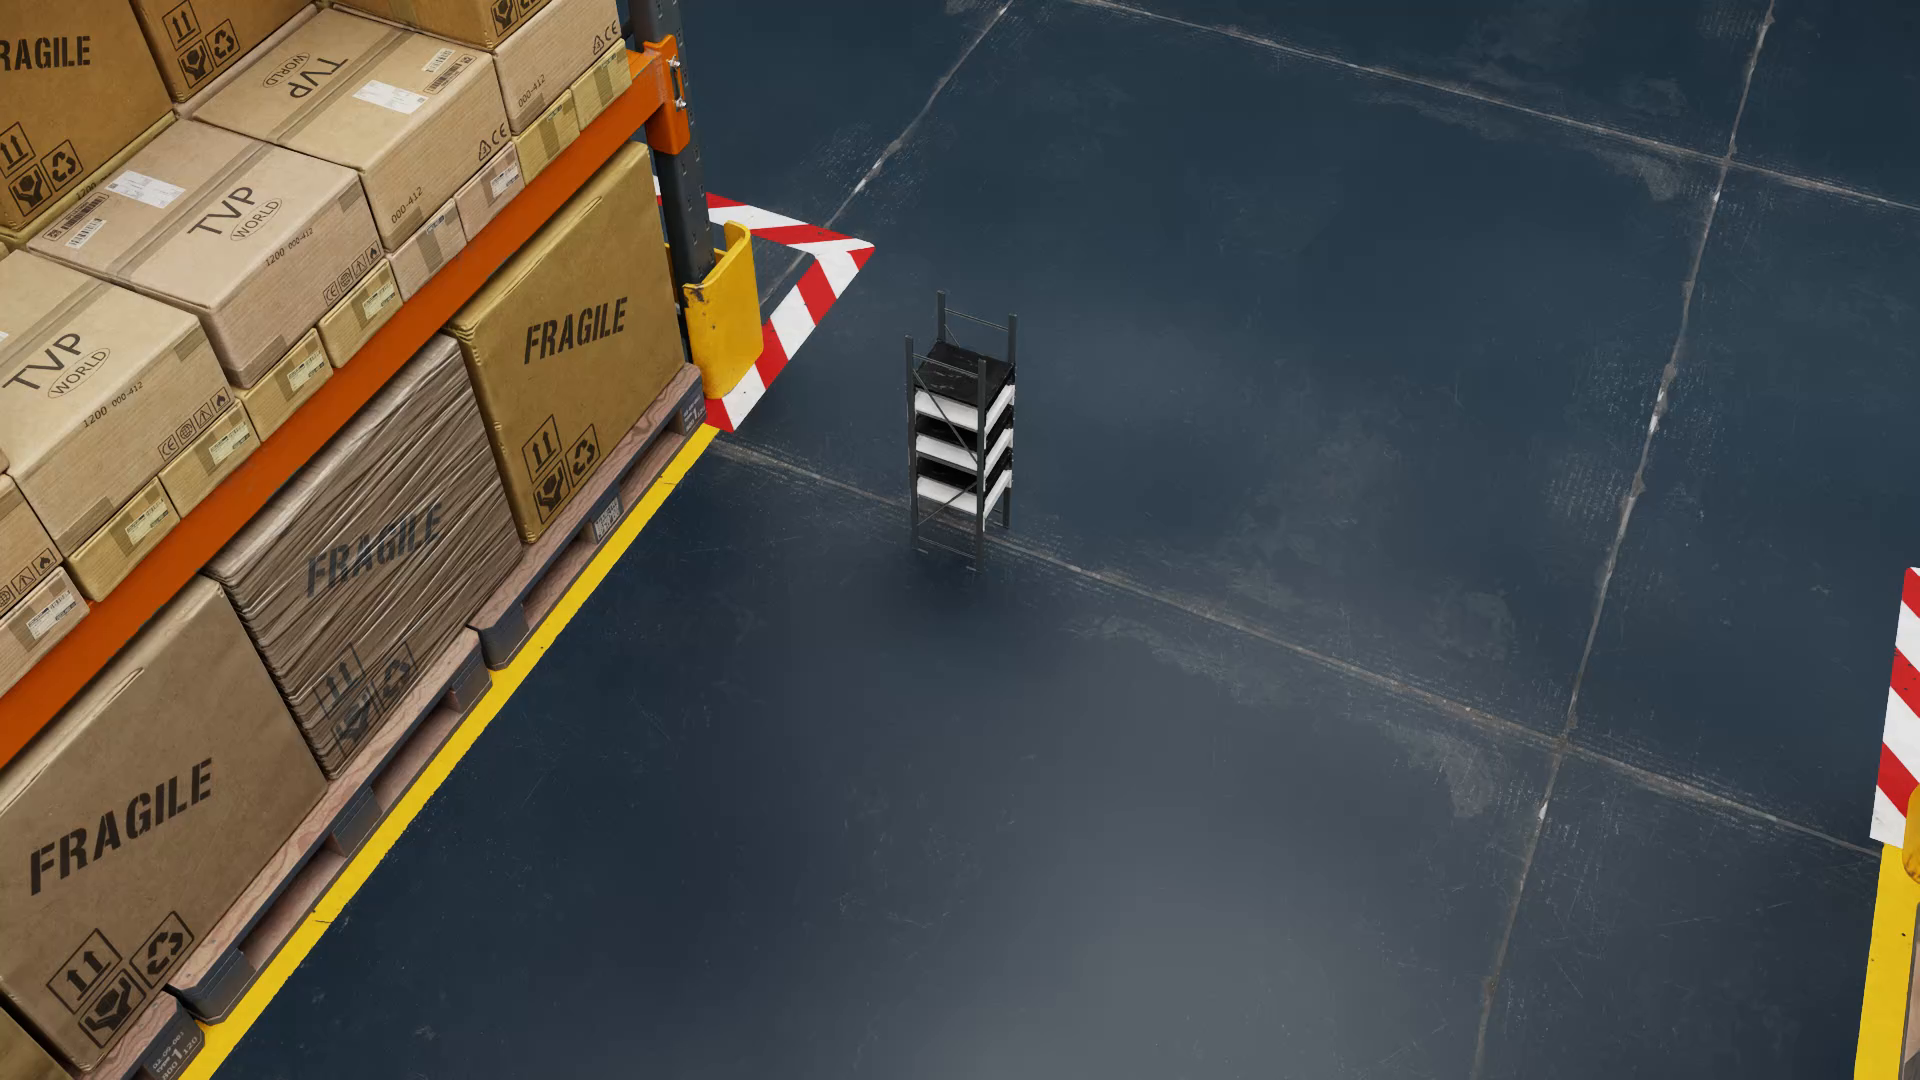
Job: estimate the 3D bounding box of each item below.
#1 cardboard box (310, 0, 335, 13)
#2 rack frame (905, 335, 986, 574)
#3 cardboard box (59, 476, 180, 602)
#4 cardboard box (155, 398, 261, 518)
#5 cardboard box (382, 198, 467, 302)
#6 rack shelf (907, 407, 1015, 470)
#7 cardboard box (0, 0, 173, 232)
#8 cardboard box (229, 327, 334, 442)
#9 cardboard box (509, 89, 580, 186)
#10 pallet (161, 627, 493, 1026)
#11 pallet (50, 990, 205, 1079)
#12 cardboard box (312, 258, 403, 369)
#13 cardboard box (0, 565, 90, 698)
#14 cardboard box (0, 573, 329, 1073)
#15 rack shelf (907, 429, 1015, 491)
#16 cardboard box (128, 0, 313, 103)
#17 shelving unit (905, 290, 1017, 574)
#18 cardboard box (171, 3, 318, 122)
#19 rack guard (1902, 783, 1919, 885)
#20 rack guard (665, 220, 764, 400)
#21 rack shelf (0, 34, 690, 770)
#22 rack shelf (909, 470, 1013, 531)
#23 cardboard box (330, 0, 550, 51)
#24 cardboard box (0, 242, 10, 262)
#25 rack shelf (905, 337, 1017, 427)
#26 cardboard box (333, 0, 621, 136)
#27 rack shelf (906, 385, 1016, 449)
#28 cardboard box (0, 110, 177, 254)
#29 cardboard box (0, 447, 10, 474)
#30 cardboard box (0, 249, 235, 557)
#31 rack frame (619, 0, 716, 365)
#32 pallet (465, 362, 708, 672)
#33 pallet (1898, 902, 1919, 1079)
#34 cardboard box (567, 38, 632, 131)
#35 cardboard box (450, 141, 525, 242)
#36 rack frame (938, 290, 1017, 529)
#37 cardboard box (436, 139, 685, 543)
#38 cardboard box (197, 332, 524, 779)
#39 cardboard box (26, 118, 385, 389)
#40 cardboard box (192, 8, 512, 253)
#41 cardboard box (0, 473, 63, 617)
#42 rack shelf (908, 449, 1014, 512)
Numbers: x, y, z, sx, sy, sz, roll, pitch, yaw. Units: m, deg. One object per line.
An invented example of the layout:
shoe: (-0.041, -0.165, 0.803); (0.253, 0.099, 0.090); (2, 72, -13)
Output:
cardboard box: (-1.726, -1.530, 4.486); (0.500, 0.250, 0.500); (19, 52, 15)
rack frame: (-0.040, -0.227, 4.852); (0.240, 0.900, 0.006); (20, 52, 16)
cardboard box: (-1.894, -0.058, 3.495); (0.380, 0.149, 0.250); (18, 52, 15)
cardboard box: (-1.785, -0.239, 3.648); (0.380, 0.149, 0.250); (21, 53, 17)
cardboard box: (-1.457, -0.767, 4.098); (0.380, 0.149, 0.250); (21, 53, 17)
rack shelf: (0.003, -0.334, 4.869); (0.258, 0.077, 0.200); (20, 52, 16)
cardboard box: (-2.156, -1.070, 3.602); (0.500, 0.500, 0.500); (19, 52, 15)
cardboard box: (-1.677, -0.409, 3.793); (0.380, 0.149, 0.250); (20, 52, 16)
cardboard box: (-1.241, -1.112, 4.391); (0.380, 0.149, 0.250); (20, 53, 16)
pallet: (-2.070, 0.592, 4.608); (1.003, 0.211, 1.213); (20, 52, 16)
pallet: (-2.590, 1.435, 3.890); (1.003, 0.211, 1.213); (20, 52, 16)
cardboard box: (-1.566, -0.587, 3.945); (0.380, 0.149, 0.250); (19, 52, 15)
cardboard box: (-2.005, 0.123, 3.341); (0.380, 0.149, 0.250); (20, 53, 16)
cardboard box: (-2.247, 0.534, 3.946); (0.875, 0.875, 0.875); (20, 52, 16)
rack shelf: (0.003, -0.276, 4.937); (0.258, 0.077, 0.200); (20, 52, 16)
cardboard box: (-1.940, -1.429, 3.907); (0.500, 0.500, 0.500); (19, 52, 15)
shelving unit: (0.003, -0.297, 4.912); (0.258, 0.900, 0.210); (20, 52, 16)
cardboard box: (-1.942, -1.170, 4.179); (0.500, 0.250, 0.500); (19, 52, 16)
rack guard: (3.132, 0.821, 4.223); (1.175, 0.500, 0.348); (20, 52, 16)
rack guard: (-1.267, -0.931, 5.714); (1.175, 0.500, 0.348); (20, 52, 16)
rack shelf: (-2.131, -0.115, 3.850); (1.077, 0.370, 4.000); (20, 52, 16)
rack shelf: (0.003, -0.159, 5.075); (0.258, 0.077, 0.200); (20, 52, 16)
cardboard box: (-1.247, -1.595, 4.048); (0.500, 0.500, 0.500); (20, 53, 17)
cardboard box: (-2.378, -0.464, 3.579); (0.500, 0.250, 0.500); (19, 52, 15)
rack shelf: (0.003, -0.451, 4.732); (0.258, 0.077, 0.200); (20, 52, 16)
cardboard box: (-1.244, -1.353, 4.335); (0.500, 0.250, 0.500); (19, 52, 16)
rack shelf: (0.003, -0.392, 4.800); (0.258, 0.077, 0.200); (20, 52, 16)
cardboard box: (-2.160, -0.825, 3.886); (0.500, 0.250, 0.500); (18, 52, 15)
cardboard box: (-2.115, -0.204, 2.865); (0.500, 0.500, 0.500); (18, 52, 15)
cardboard box: (-1.897, -0.293, 3.433); (0.500, 0.250, 0.500); (20, 52, 16)
rack frame: (-1.277, -1.725, 4.748); (1.000, 3.000, 0.127); (20, 52, 16)
pallet: (-1.548, -0.245, 5.320); (1.003, 0.211, 1.213); (20, 52, 16)
pallet: (2.753, 1.462, 3.867); (1.003, 0.211, 1.213); (20, 52, 16)
cardboard box: (-1.131, -1.291, 4.544); (0.380, 0.149, 0.250); (21, 53, 17)
cardboard box: (-1.350, -0.938, 4.244); (0.380, 0.149, 0.250); (20, 52, 16)
rack frame: (0.047, -0.367, 4.972); (0.240, 0.900, 0.006); (20, 52, 16)
cardboard box: (-1.478, -0.706, 5.000); (0.875, 0.875, 0.875); (20, 52, 16)
cardboard box: (-1.867, -0.079, 4.467); (0.875, 0.875, 0.875); (20, 52, 16)
cardboard box: (-1.678, -0.653, 3.739); (0.500, 0.250, 0.500); (18, 52, 15)
cardboard box: (-1.461, -1.004, 4.038); (0.500, 0.250, 0.500); (19, 52, 15)
cardboard box: (-2.115, 0.044, 3.146); (0.500, 0.250, 0.500); (21, 53, 17)
rack shelf: (0.003, -0.217, 5.006); (0.258, 0.077, 0.200); (20, 52, 16)
